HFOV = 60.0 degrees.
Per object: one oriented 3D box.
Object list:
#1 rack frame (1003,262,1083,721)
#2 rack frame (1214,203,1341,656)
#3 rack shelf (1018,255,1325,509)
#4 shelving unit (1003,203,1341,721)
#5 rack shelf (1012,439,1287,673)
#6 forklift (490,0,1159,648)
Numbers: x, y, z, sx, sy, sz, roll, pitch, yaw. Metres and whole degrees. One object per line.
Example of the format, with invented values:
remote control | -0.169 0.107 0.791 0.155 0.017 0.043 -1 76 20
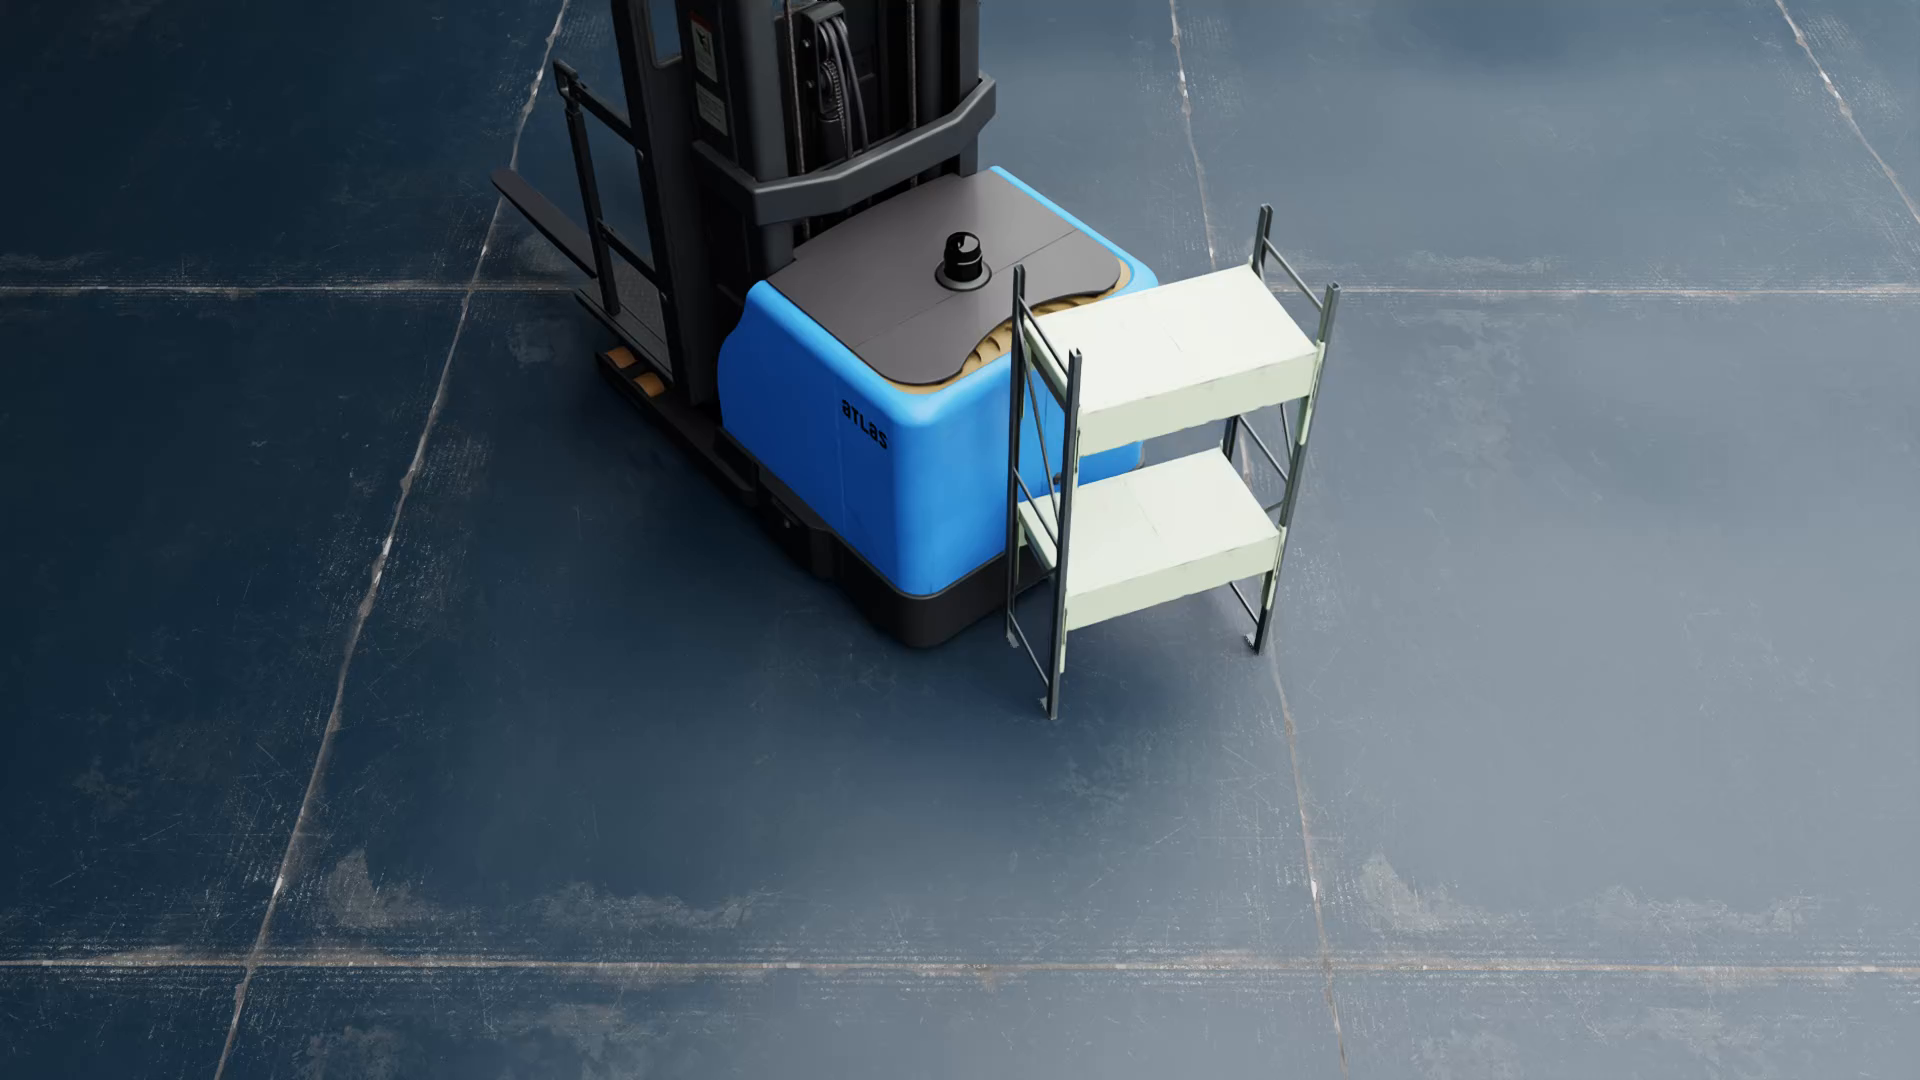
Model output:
rack frame | 0.223 -0.081 4.801 0.023 1.500 0.400 -16 49 -14
rack frame | 0.906 -0.274 4.980 0.023 1.500 0.400 -16 49 -14
rack shelf | 0.565 -0.443 4.605 0.720 0.370 0.431 -16 49 -14
shelving unit | 0.565 -0.178 4.891 0.755 1.500 0.431 -16 49 -14
rack shelf | 0.565 0.045 5.129 0.720 0.370 0.431 -16 49 -14
forklift | -0.709 -1.667 5.299 1.130 2.935 3.031 -32 55 -26
